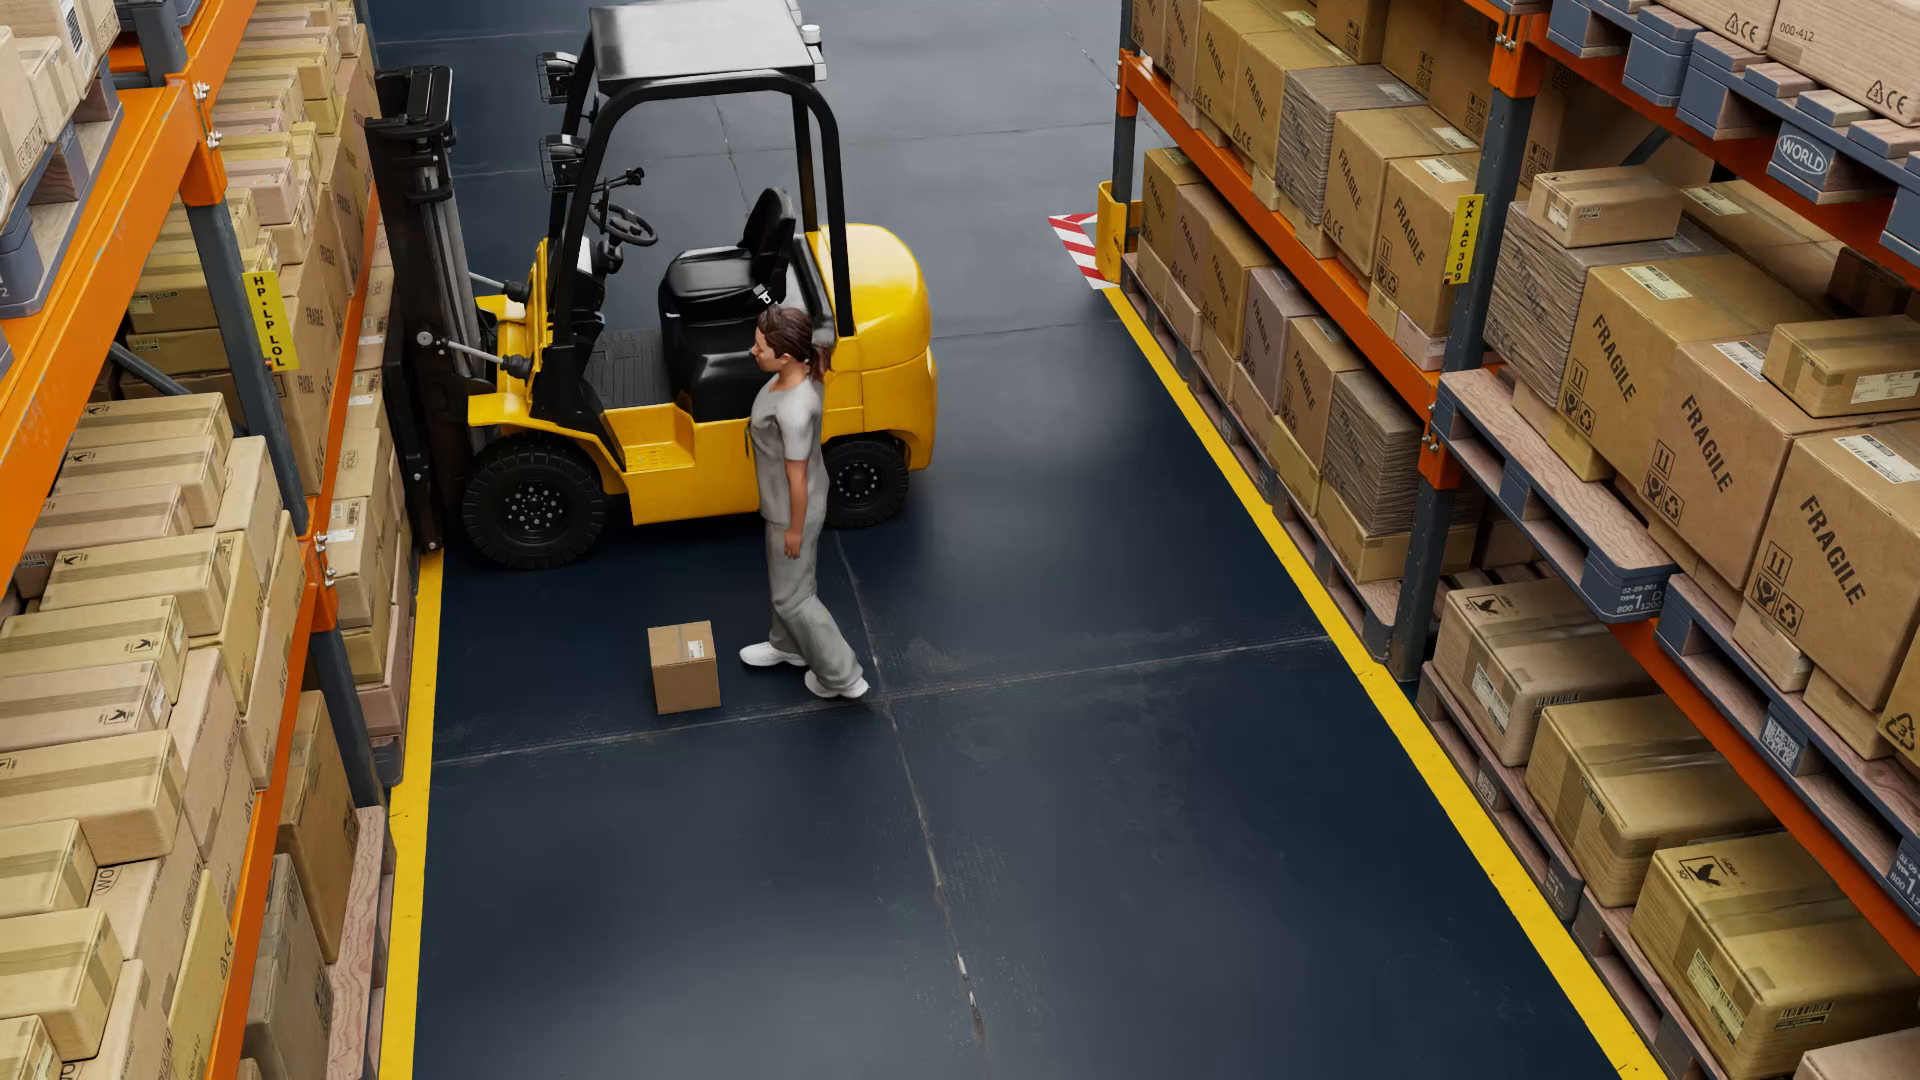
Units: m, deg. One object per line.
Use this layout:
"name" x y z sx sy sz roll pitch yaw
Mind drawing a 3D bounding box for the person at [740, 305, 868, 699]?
"person" -0.634 -0.134 6.332 0.548 1.680 0.452 1 34 1
